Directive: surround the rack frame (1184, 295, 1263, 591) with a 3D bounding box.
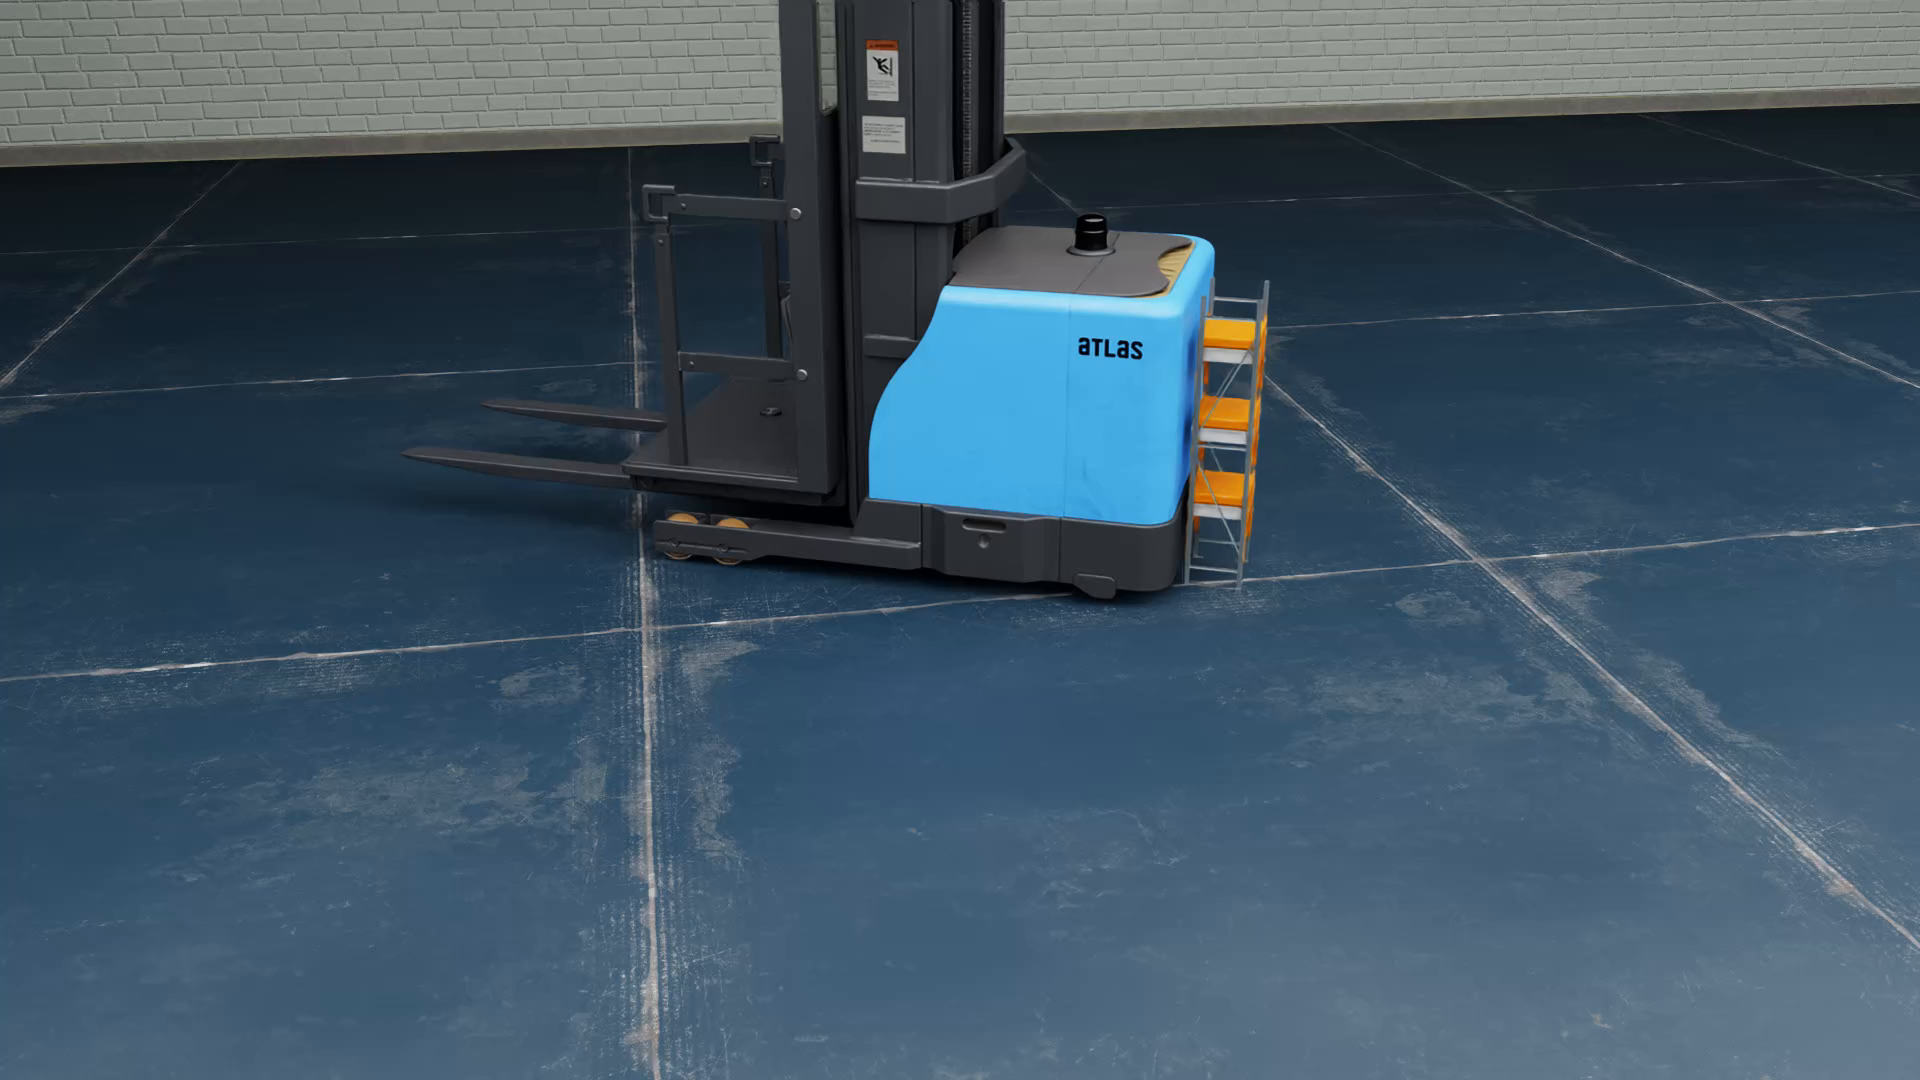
[{"bbox_3d":[0.890,-0.313,5.654,0.200,1.050,0.008,6,24,13],"label":"rack frame"}]

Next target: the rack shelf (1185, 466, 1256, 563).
[{"bbox_3d":[0.921,-0.095,5.877,0.215,0.259,0.240,6,24,13],"label":"rack shelf"}]

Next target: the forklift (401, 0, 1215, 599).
[{"bbox_3d":[-0.625,-1.448,5.903,3.031,2.935,1.130,6,24,13],"label":"forklift"}]

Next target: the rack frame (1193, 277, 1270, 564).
[{"bbox_3d":[0.952,-0.407,5.870,0.200,1.050,0.008,6,24,13],"label":"rack frame"}]

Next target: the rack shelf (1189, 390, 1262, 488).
[{"bbox_3d":[0.921,-0.350,5.766,0.215,0.259,0.240,6,24,13],"label":"rack shelf"}]

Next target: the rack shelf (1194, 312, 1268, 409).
[{"bbox_3d":[0.921,-0.610,5.652,0.215,0.259,0.240,6,24,13],"label":"rack shelf"}]

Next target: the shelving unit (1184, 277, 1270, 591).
[{"bbox_3d":[0.921,-0.360,5.762,0.215,1.050,0.252,6,24,13],"label":"shelving unit"}]
